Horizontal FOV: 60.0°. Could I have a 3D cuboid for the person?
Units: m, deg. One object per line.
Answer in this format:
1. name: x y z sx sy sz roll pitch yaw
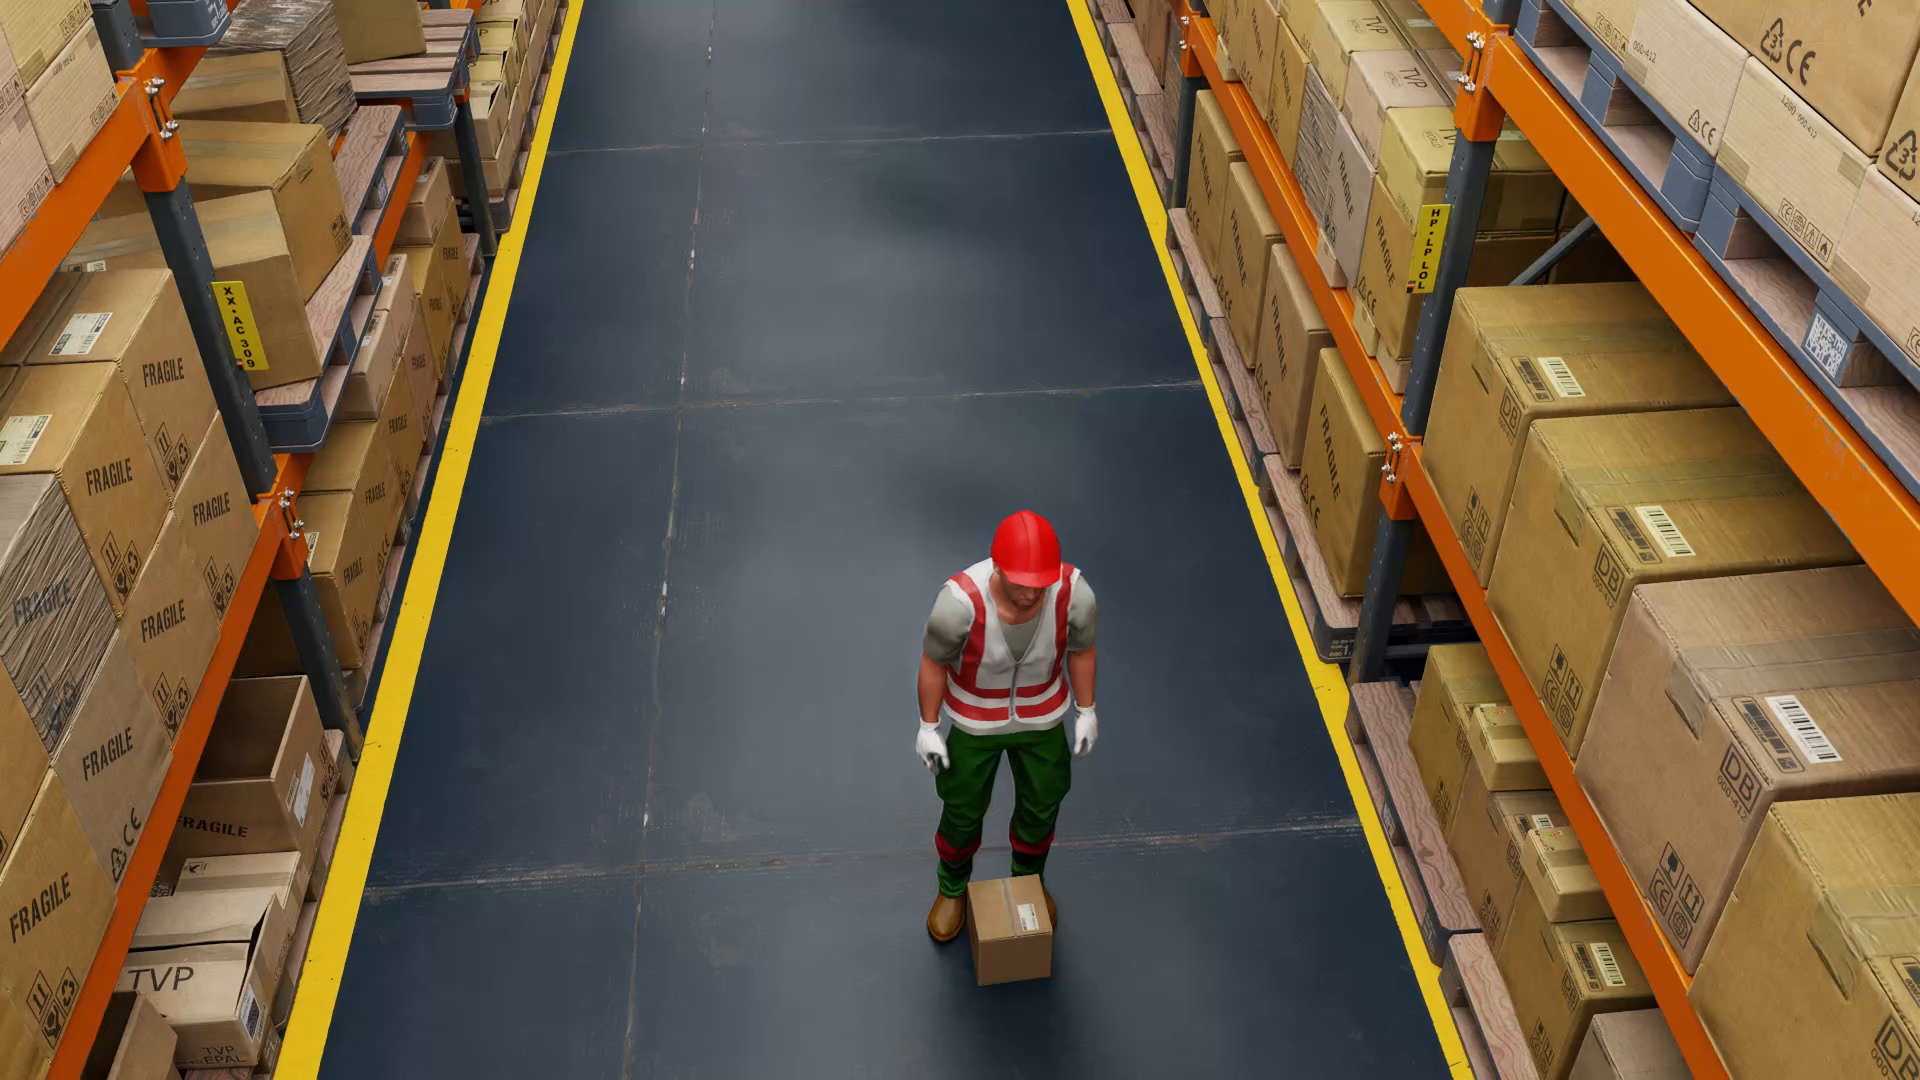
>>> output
1. person: 0.156 0.600 5.396 0.611 1.778 0.451 -5 39 -6
